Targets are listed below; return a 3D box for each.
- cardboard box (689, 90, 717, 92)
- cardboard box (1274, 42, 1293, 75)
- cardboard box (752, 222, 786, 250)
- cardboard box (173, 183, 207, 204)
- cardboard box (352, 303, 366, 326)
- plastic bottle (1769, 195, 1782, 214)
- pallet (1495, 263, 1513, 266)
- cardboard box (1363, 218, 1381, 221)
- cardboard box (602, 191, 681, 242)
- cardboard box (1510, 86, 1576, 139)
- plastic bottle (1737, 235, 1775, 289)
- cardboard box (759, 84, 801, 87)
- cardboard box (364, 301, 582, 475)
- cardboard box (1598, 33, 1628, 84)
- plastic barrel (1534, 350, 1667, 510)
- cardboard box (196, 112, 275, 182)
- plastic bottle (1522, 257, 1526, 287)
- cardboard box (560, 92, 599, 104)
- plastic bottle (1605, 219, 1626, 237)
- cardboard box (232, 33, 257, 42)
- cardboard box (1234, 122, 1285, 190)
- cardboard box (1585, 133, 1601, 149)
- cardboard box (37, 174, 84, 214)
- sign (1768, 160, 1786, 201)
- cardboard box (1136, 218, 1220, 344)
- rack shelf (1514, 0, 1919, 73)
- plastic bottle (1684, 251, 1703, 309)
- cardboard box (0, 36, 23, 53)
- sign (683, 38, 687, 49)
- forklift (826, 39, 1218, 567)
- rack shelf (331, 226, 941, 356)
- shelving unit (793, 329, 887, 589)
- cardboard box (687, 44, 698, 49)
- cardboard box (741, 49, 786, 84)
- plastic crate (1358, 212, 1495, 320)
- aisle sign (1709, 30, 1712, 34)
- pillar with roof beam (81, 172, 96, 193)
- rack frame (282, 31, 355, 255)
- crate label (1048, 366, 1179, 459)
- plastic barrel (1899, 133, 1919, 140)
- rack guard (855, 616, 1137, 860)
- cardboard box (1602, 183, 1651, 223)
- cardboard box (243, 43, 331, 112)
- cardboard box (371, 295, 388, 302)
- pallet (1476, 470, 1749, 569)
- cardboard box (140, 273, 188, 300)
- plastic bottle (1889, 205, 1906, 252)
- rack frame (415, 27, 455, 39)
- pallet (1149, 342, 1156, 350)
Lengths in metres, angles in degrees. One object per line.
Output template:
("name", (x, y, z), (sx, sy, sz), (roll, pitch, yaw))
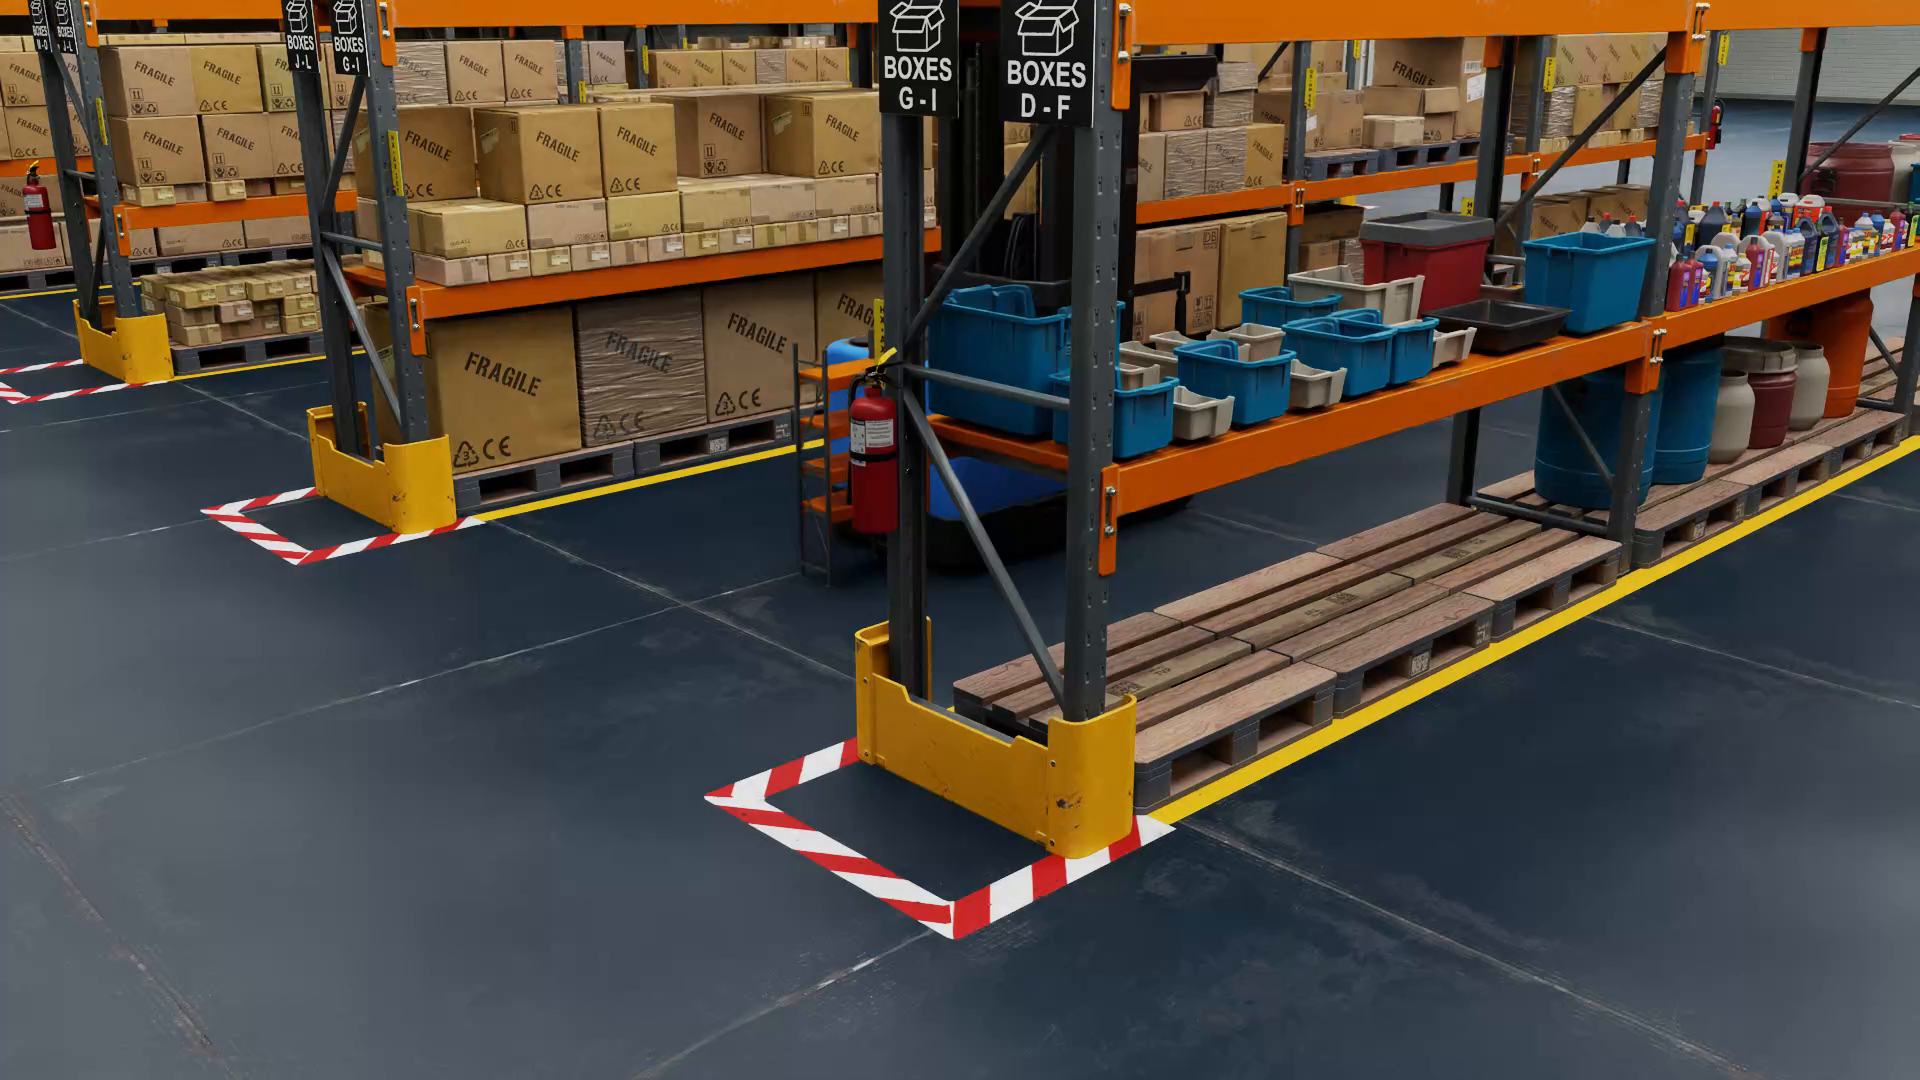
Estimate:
("cardboard box", (-2.360, -4.165, 15.729), (0.250, 0.149, 0.380), (-17, 24, -41))
("cardboard box", (3.869, -6.433, 21.968), (0.550, 0.550, 0.875), (-16, 24, -41))
("cardboard box", (-1.313, -1.938, 10.505), (0.250, 0.149, 0.380), (-17, 24, -42))
("cardboard box", (-6.007, -2.692, 12.831), (0.250, 0.149, 0.380), (-15, 23, -39))
("cardboard box", (-5.092, -1.902, 13.929), (0.380, 0.149, 0.250), (16, 24, 41))
("plastic bottle", (5.286, -2.106, 10.826), (0.097, 0.271, 0.097), (0, 18, 0))
("pallet", (5.893, -2.986, 17.854), (1.213, 0.211, 1.003), (-16, 24, -41))
("cardboard box", (4.203, -2.842, 16.227), (0.700, 0.500, 0.500), (15, 23, 39))
("cardboard box", (-2.015, -1.949, 9.892), (0.500, 0.250, 0.500), (17, 25, 42))
("cardboard box", (5.799, -4.433, 17.150), (0.500, 0.500, 0.875), (-16, 24, -41))
("plastic bottle", (4.290, -1.507, 8.972), (0.135, 0.276, 0.152), (-16, 24, -41))
("cardboard box", (-1.848, -4.592, 17.047), (0.380, 0.149, 0.250), (17, 24, 42))
("cardboard box", (-2.880, -0.963, 9.854), (0.875, 0.875, 0.875), (-16, 24, -41))
("cardboard box", (6.657, -5.078, 17.517), (0.500, 0.500, 0.500), (-16, 24, -41))
("plastic barrel", (3.426, -0.671, 8.911), (0.708, 0.901, 0.600), (-16, 24, -41))
("cardboard box", (-5.737, -3.094, 13.020), (0.500, 0.500, 0.500), (-16, 24, -41))
("plastic bottle", (3.084, -1.454, 8.808), (0.135, 0.276, 0.152), (-16, 24, -41))
("cardboard box", (-3.560, -4.093, 15.505), (0.250, 0.149, 0.380), (-15, 23, -38))
("plastic bottle", (3.562, -1.570, 9.043), (0.185, 0.351, 0.144), (-16, 24, -41))
("cardboard box", (-7.651, -5.301, 17.637), (0.250, 0.149, 0.380), (-16, 24, -41))
("cardboard box", (2.335, -3.203, 13.837), (0.500, 0.500, 0.500), (-15, 23, -39))
("cardboard box", (6.531, -4.229, 17.573), (0.250, 0.149, 0.380), (-16, 24, -41))
("cardboard box", (-11.600, -4.464, 21.261), (0.700, 0.500, 0.500), (17, 24, 42))
("sign", (5.543, -2.405, 11.273), (0.005, 0.325, 0.100), (-16, 24, -41))
("cardboard box", (1.354, -2.175, 13.595), (0.875, 0.875, 1.225), (-16, 24, -41))
("rack shelf", (4.473, -2.866, 9.264), (4.000, 0.370, 1.077), (-16, 24, -41))
("plastic bottle", (3.676, -1.312, 8.358), (0.133, 0.283, 0.061), (-16, 24, -41))
("cardboard box", (-9.241, -4.787, 16.049), (0.250, 0.149, 0.380), (-15, 23, -39))
("sign", (-4.412, -7.889, 26.703), (0.005, 0.325, 0.100), (-16, 24, -41))
("forklift", (0.686, -1.625, 9.244), (3.031, 2.935, 1.130), (-17, 24, -42))
("rack shelf", (-1.837, -1.701, 10.535), (4.000, 0.370, 1.077), (-16, 24, -41))
("shelving unit", (-0.545, -0.407, 8.295), (0.503, 1.200, 0.258), (-17, 24, -42))
("cardboard box", (-4.357, -7.994, 27.080), (0.250, 0.149, 0.380), (-16, 24, -40))
("cardboard box", (-2.676, -6.298, 22.222), (0.500, 0.500, 0.500), (17, 24, 42))
("plastic crate", (2.198, -1.284, 7.879), (0.583, 0.464, 0.402), (-16, 24, -41))
("aisle sign", (8.587, -6.193, 19.006), (0.004, 0.787, 0.394), (-16, 24, -41))
("pillar with roof beam", (-8.773, -7.743, 18.277), (0.400, 9.000, 9.100), (-16, 24, -41))
("rack frame", (-7.192, -4.688, 18.581), (0.127, 3.000, 1.000), (-16, 24, -41))
("crate label", (0.519, -0.437, 5.644), (0.303, 0.233, 0.416), (-16, 24, -41))
("plastic barrel", (7.139, -2.717, 12.280), (0.433, 0.535, 0.433), (0, 18, 0))
("rack guard", (0.104, 0.687, 6.055), (0.348, 0.500, 1.175), (-16, 24, -41))
("cardboard box", (7.871, -3.892, 19.499), (0.500, 0.500, 0.500), (-11, 21, -31))
("cardboard box", (-5.360, -3.667, 13.165), (0.500, 0.500, 0.500), (-17, 25, -42))
("cardboard box", (-4.952, -2.138, 14.174), (0.250, 0.149, 0.380), (-15, 23, -38))
("pallet", (3.609, -0.185, 9.214), (1.213, 0.211, 1.003), (-16, 24, -41))
("cardboard box", (-6.414, -2.048, 13.416), (0.250, 0.149, 0.380), (-16, 24, -40))
("plastic bottle", (5.757, -1.919, 10.230), (0.133, 0.283, 0.061), (-16, 24, -41))
("rack frame", (-7.699, -6.647, 24.624), (0.127, 3.000, 1.000), (-16, 24, -41))
("pallet", (1.012, -1.581, 13.519), (1.213, 0.211, 1.003), (-16, 24, -41))
